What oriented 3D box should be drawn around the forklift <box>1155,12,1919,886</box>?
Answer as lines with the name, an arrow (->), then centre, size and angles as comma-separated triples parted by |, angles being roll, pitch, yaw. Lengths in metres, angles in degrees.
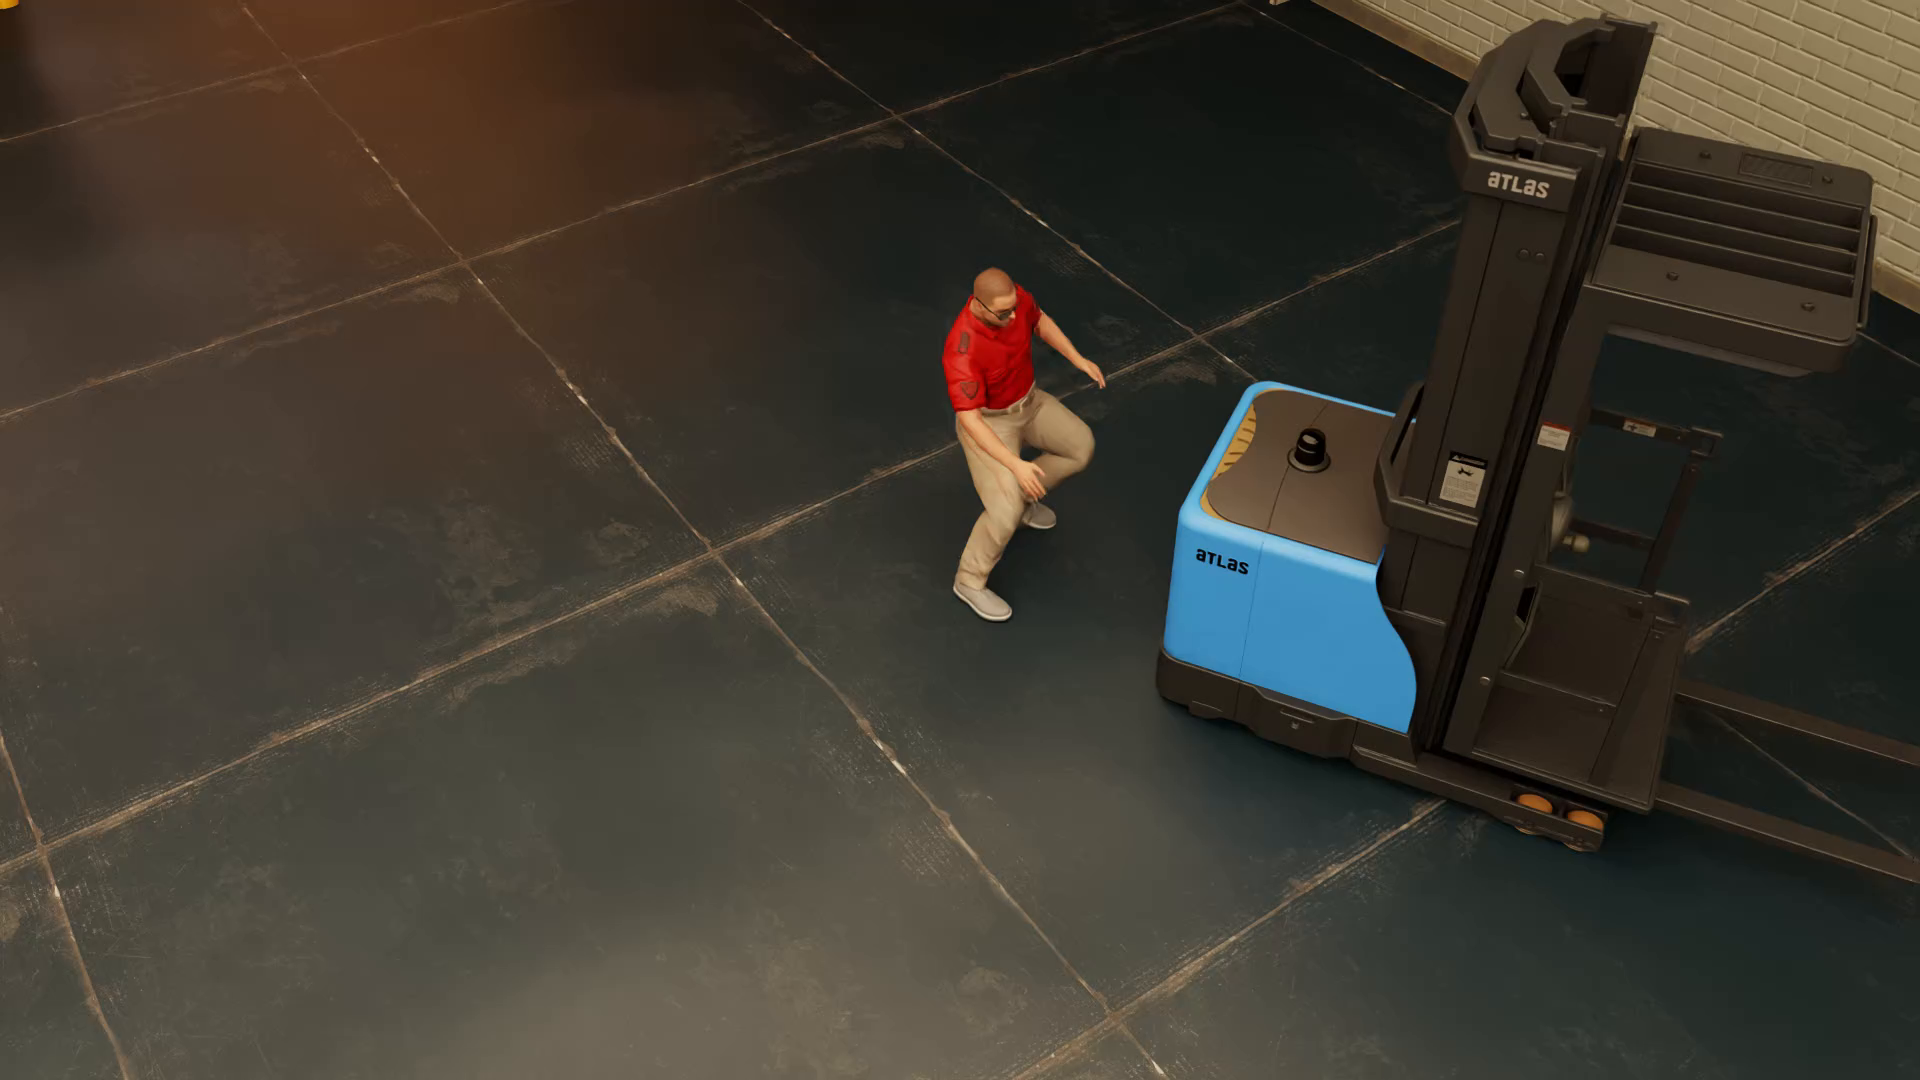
forklift -> 2.395, -0.266, 6.005 | 3.031, 2.935, 1.130 | 17, 45, 18

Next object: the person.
person -> 0.279, -0.494, 7.251 | 0.686, 1.565, 0.863 | 26, 49, 26
